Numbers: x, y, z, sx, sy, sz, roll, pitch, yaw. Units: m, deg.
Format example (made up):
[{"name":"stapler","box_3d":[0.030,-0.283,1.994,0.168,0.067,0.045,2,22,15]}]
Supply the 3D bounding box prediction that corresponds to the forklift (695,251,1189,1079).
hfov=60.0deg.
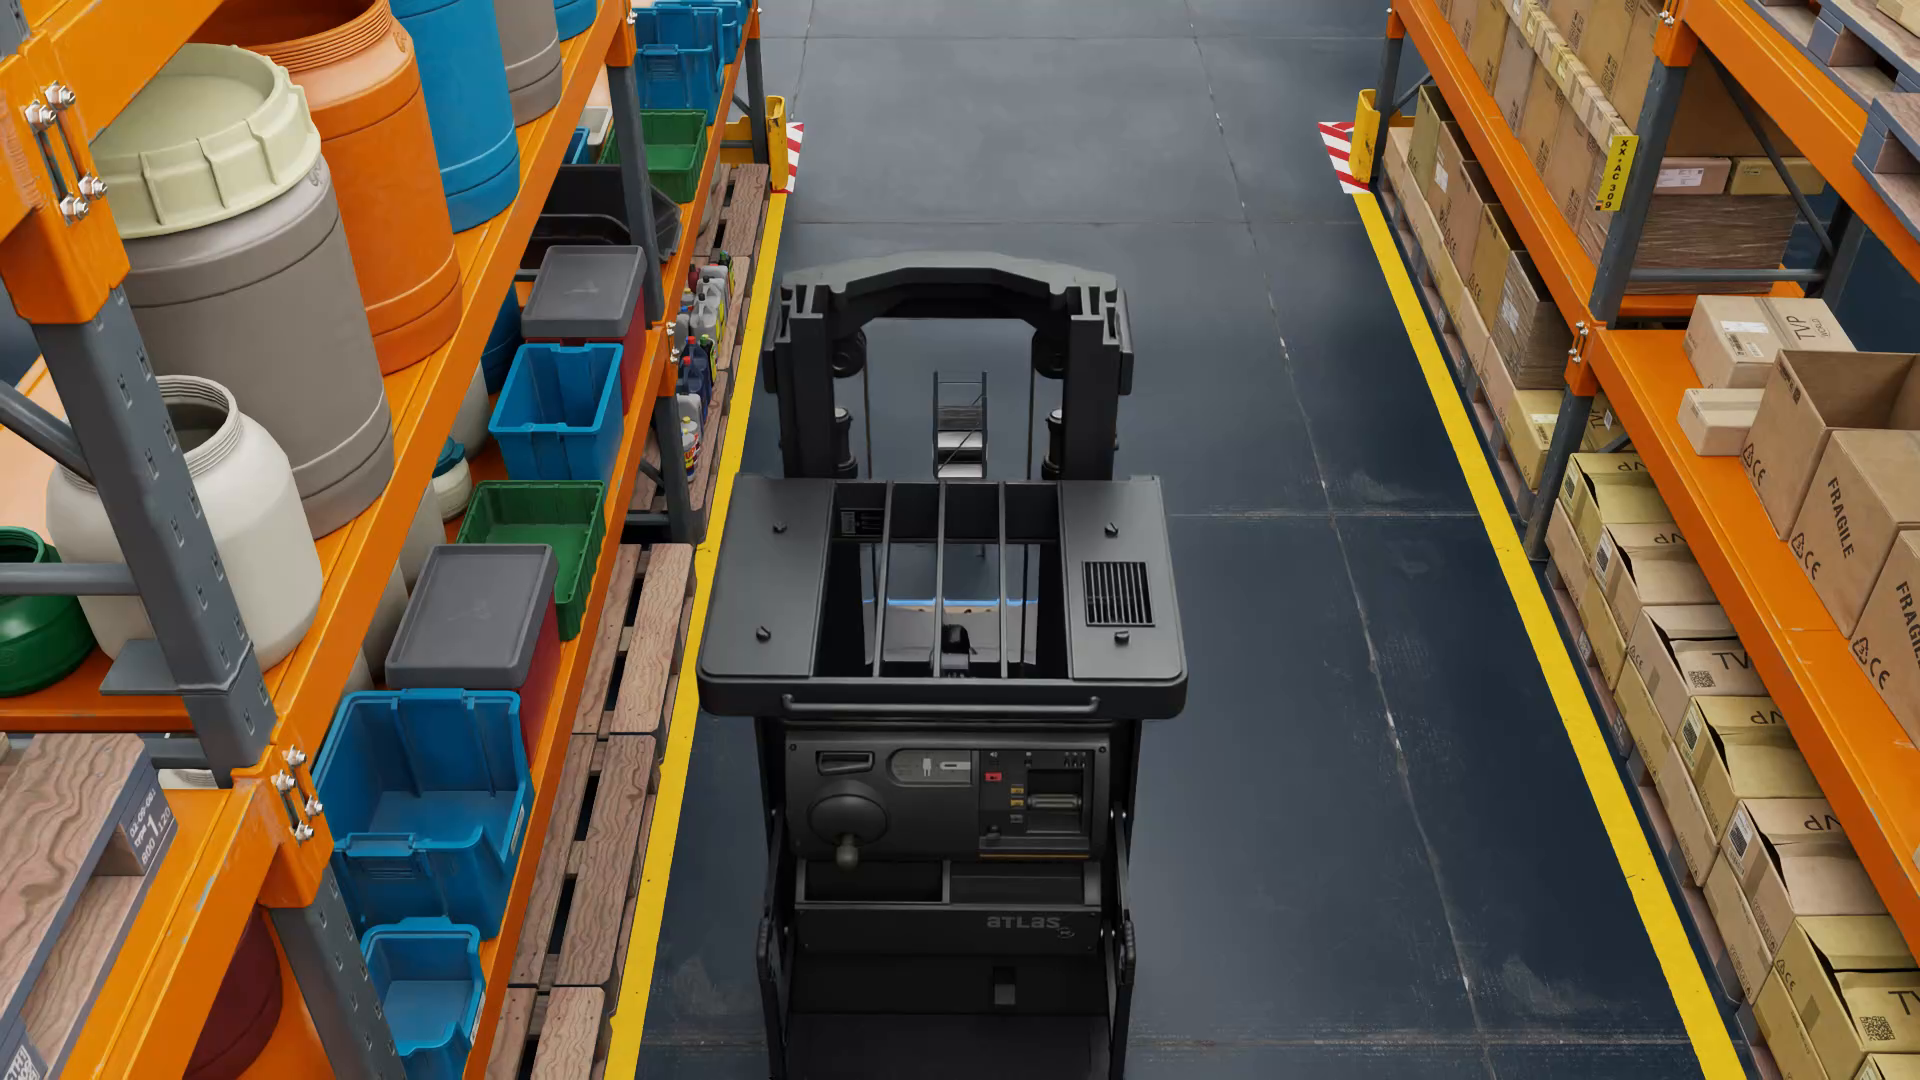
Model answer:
[{"name":"forklift","box_3d":[-0.036,0.824,4.623,1.130,2.935,3.031,0,39,1]}]

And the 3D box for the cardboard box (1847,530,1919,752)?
[{"name":"cardboard box","box_3d":[3.177,0.309,5.131,0.500,0.500,0.500,-2,39,-2]}]

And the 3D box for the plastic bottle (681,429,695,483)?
[{"name":"plastic bottle","box_3d":[-1.325,-0.409,7.937,0.097,0.271,0.097,0,39,0]}]

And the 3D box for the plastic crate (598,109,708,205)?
[{"name":"plastic crate","box_3d":[-1.482,-1.869,8.098,0.450,0.188,0.662,0,39,0]}]

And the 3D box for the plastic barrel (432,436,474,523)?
[{"name":"plastic barrel","box_3d":[-1.914,-0.221,5.983,0.301,0.262,0.301,0,39,0]}]

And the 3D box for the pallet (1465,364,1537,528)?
[{"name":"pallet","box_3d":[3.232,-0.513,8.467,1.003,0.211,1.213,0,39,0]}]

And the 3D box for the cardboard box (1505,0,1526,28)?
[{"name":"cardboard box","box_3d":[2.972,-2.691,8.356,0.380,0.149,0.250,0,39,0]}]

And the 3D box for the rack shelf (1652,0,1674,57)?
[{"name":"rack shelf","box_3d":[3.189,-3.244,7.822,1.077,0.370,4.000,0,39,0]}]

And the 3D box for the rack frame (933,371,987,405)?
[{"name":"rack frame","box_3d":[0.000,-0.410,7.787,0.240,0.900,0.006,0,39,0]}]

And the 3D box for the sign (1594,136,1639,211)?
[{"name":"sign","box_3d":[2.636,-1.471,6.677,0.100,0.325,0.005,0,39,0]}]

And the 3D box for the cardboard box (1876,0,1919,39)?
[{"name":"cardboard box","box_3d":[3.185,-1.651,5.042,0.500,0.250,0.500,-4,39,-4]}]

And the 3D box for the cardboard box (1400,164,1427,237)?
[{"name":"cardboard box","box_3d":[2.969,-2.048,10.015,0.500,0.250,0.500,0,39,0]}]

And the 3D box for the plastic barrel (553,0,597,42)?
[{"name":"plastic barrel","box_3d":[-1.545,-2.151,5.481,0.600,0.901,0.708,0,39,0]}]

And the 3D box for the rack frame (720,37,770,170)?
[{"name":"rack frame","box_3d":[-1.767,-3.604,10.094,1.000,3.000,0.127,0,39,0]}]

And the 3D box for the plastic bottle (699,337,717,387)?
[{"name":"plastic bottle","box_3d":[-1.307,-0.941,8.591,0.061,0.283,0.133,2,39,2]}]

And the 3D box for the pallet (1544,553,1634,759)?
[{"name":"pallet","box_3d":[3.231,0.445,7.271,1.003,0.211,1.213,0,39,0]}]

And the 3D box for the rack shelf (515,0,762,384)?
[{"name":"rack shelf","box_3d":[-1.765,-2.073,8.758,1.077,0.370,4.000,0,39,0]}]

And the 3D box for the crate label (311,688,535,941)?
[{"name":"crate label","box_3d":[-1.489,0.764,4.616,0.502,0.435,0.616,0,39,0]}]

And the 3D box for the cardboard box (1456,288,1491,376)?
[{"name":"cardboard box","box_3d":[2.966,-1.110,8.845,0.500,0.250,0.500,0,39,0]}]

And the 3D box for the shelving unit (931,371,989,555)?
[{"name":"shelving unit","box_3d":[0.000,-0.346,7.708,0.258,0.900,0.210,0,39,0]}]

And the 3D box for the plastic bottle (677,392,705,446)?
[{"name":"plastic bottle","box_3d":[-1.352,-0.613,8.188,0.152,0.276,0.135,1,39,2]}]

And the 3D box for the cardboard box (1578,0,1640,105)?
[{"name":"cardboard box","box_3d":[3.182,-2.243,7.278,0.700,0.500,0.500,0,39,0]}]

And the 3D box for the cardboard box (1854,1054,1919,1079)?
[{"name":"cardboard box","box_3d":[2.949,1.761,4.814,0.500,0.311,0.500,1,39,1]}]

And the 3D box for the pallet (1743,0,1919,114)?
[{"name":"pallet","box_3d":[3.205,-1.648,5.408,0.805,0.209,1.217,-1,39,-2]}]

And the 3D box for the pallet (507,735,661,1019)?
[{"name":"pallet","box_3d":[-1.719,1.242,6.277,1.003,0.211,1.213,0,39,0]}]

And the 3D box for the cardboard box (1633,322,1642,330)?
[{"name":"cardboard box","box_3d":[3.495,-1.090,8.221,0.500,0.500,0.500,0,39,0]}]

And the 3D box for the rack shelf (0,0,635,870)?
[{"name":"rack shelf","box_3d":[-1.760,-0.742,4.699,1.077,0.370,4.000,0,39,0]}]

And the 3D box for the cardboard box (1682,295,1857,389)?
[{"name":"cardboard box","box_3d":[3.235,-0.737,6.637,0.500,0.250,0.500,2,39,3]}]

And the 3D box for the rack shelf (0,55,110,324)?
[{"name":"rack shelf","box_3d":[-1.756,0.745,0.765,1.077,0.370,4.000,0,39,0]}]

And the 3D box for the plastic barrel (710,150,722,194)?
[{"name":"plastic barrel","box_3d":[-1.690,-2.385,10.227,0.421,0.512,0.421,0,39,0]}]

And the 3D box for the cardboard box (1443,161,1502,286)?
[{"name":"cardboard box","box_3d":[2.963,-1.715,9.000,0.500,0.500,0.500,0,39,0]}]

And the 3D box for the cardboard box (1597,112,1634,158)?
[{"name":"cardboard box","box_3d":[2.978,-1.720,7.145,0.380,0.149,0.250,-1,39,-1]}]

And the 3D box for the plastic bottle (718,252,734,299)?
[{"name":"plastic bottle","box_3d":[-1.308,-1.494,9.282,0.061,0.283,0.133,1,39,1]}]

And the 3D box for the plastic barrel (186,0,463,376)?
[{"name":"plastic barrel","box_3d":[-1.543,-0.862,3.930,0.600,0.830,0.708,0,39,0]}]

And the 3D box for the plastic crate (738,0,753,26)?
[{"name":"plastic crate","box_3d":[-1.467,-3.233,9.750,0.499,0.251,0.616,0,39,0]}]

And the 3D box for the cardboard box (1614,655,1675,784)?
[{"name":"cardboard box","box_3d":[2.946,0.701,6.585,0.500,0.250,0.500,-1,39,-1]}]

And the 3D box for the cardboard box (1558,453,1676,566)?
[{"name":"cardboard box","box_3d":[2.942,-0.155,7.205,0.500,0.311,0.500,0,39,0]}]

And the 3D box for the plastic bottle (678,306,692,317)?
[{"name":"plastic bottle","box_3d":[-1.470,-1.160,8.930,0.097,0.201,0.097,0,39,0]}]

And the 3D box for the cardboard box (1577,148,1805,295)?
[{"name":"cardboard box","box_3d":[3.184,-1.420,7.289,0.700,0.500,0.500,-1,39,-1]}]

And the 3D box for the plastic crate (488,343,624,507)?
[{"name":"plastic crate","box_3d":[-1.450,-0.407,6.117,0.392,0.384,0.575,0,39,0]}]

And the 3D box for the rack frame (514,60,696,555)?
[{"name":"rack frame","box_3d":[-1.763,-1.103,6.973,1.000,3.000,0.127,0,39,0]}]

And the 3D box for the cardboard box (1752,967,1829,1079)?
[{"name":"cardboard box","box_3d":[2.947,1.656,5.394,0.500,0.250,0.500,0,39,-1]}]

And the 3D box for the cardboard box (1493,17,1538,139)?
[{"name":"cardboard box","box_3d":[3.178,-2.384,8.492,0.700,0.500,0.500,1,39,1]}]

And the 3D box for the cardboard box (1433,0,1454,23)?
[{"name":"cardboard box","box_3d":[3.174,-3.352,9.700,0.700,0.500,0.500,0,39,0]}]

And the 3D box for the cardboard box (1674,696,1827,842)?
[{"name":"cardboard box","box_3d":[2.945,0.807,6.005,0.500,0.311,0.500,1,39,1]}]

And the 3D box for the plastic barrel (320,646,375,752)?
[{"name":"plastic barrel","box_3d":[-1.973,0.449,4.948,0.421,0.512,0.421,0,39,0]}]

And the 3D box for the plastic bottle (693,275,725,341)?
[{"name":"plastic bottle","box_3d":[-1.349,-1.246,8.918,0.144,0.351,0.185,1,39,2]}]

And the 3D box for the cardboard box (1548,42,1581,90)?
[{"name":"cardboard box","box_3d":[2.977,-2.202,7.746,0.380,0.149,0.250,0,39,0]}]

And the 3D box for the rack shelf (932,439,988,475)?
[{"name":"rack shelf","box_3d":[0.000,-0.390,7.672,0.258,0.077,0.200,0,39,0]}]

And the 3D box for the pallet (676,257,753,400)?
[{"name":"pallet","box_3d":[-1.726,-1.199,9.323,1.003,0.211,1.213,0,39,0]}]
